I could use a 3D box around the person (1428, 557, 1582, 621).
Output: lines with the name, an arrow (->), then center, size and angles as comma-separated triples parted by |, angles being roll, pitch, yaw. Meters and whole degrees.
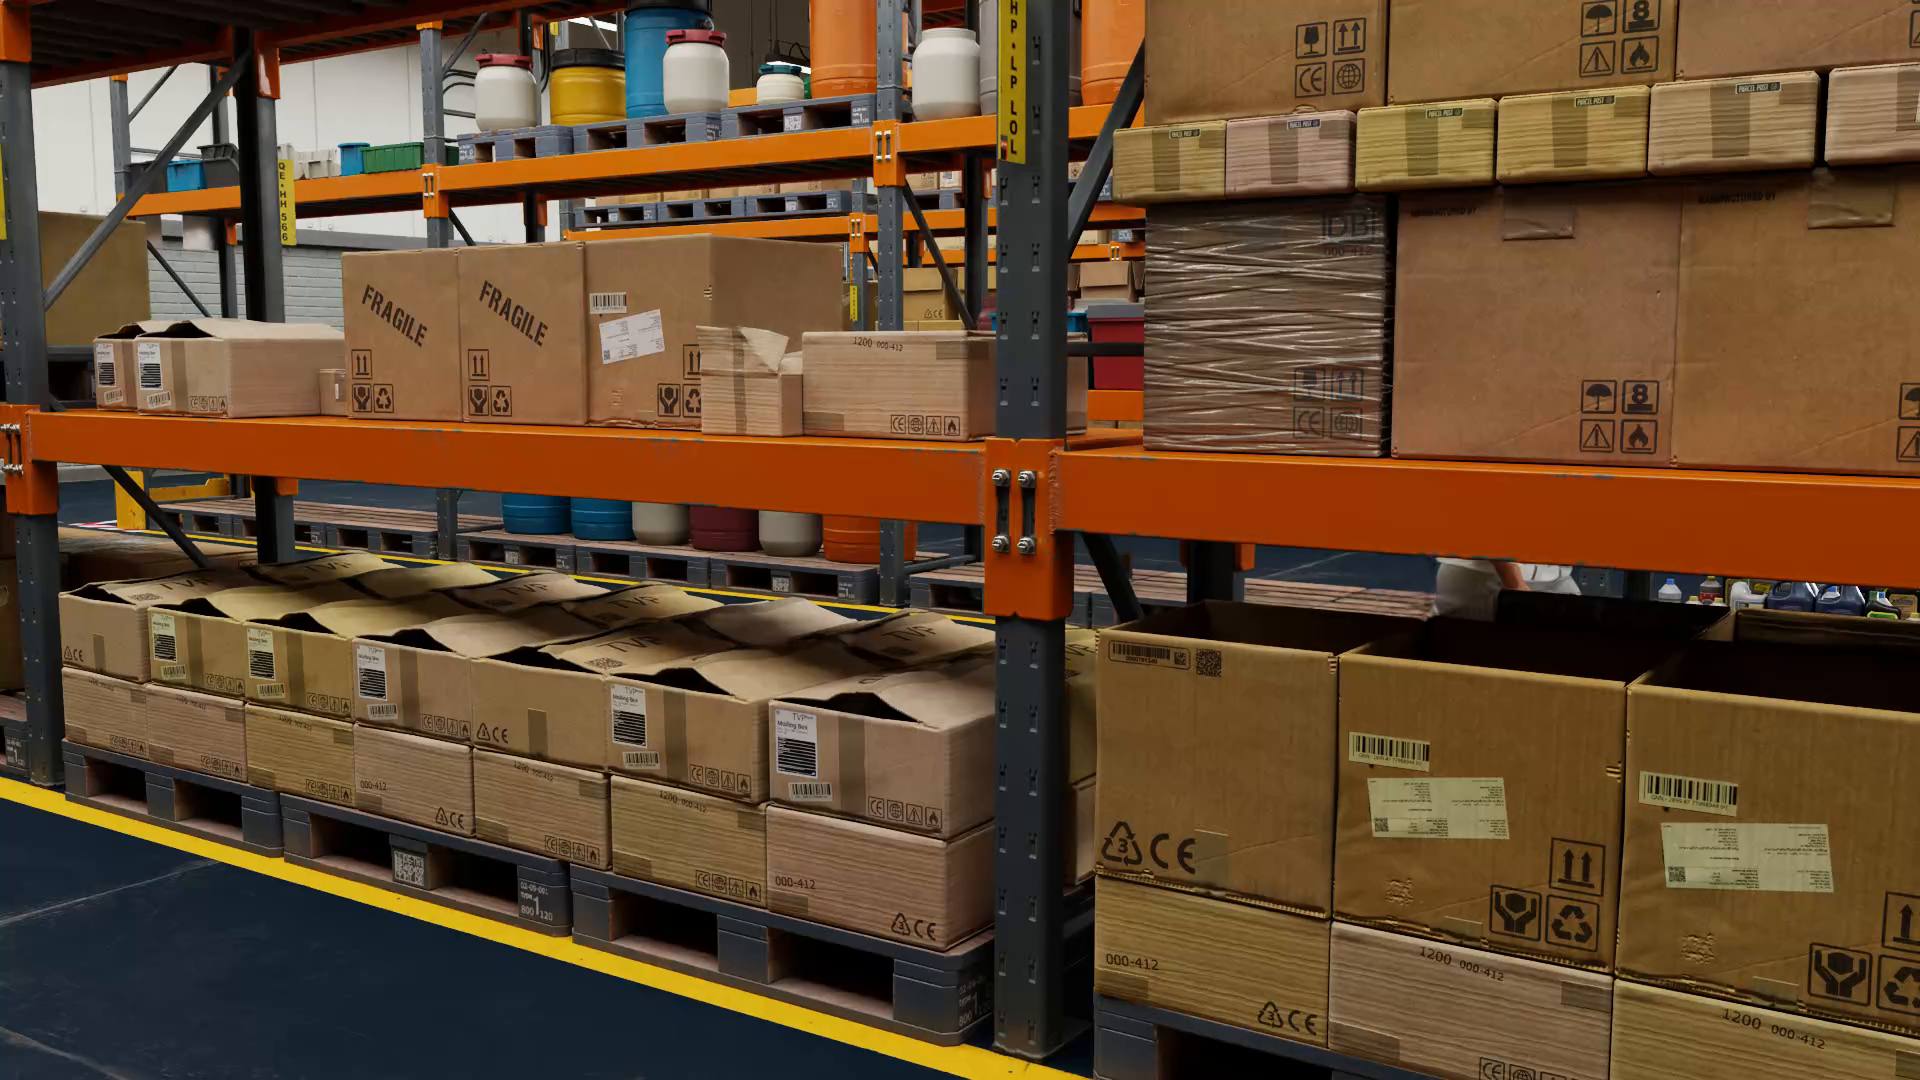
person -> 1.706, 0.106, 5.114 | 1.036, 1.607, 0.523 | 6, 9, 42
